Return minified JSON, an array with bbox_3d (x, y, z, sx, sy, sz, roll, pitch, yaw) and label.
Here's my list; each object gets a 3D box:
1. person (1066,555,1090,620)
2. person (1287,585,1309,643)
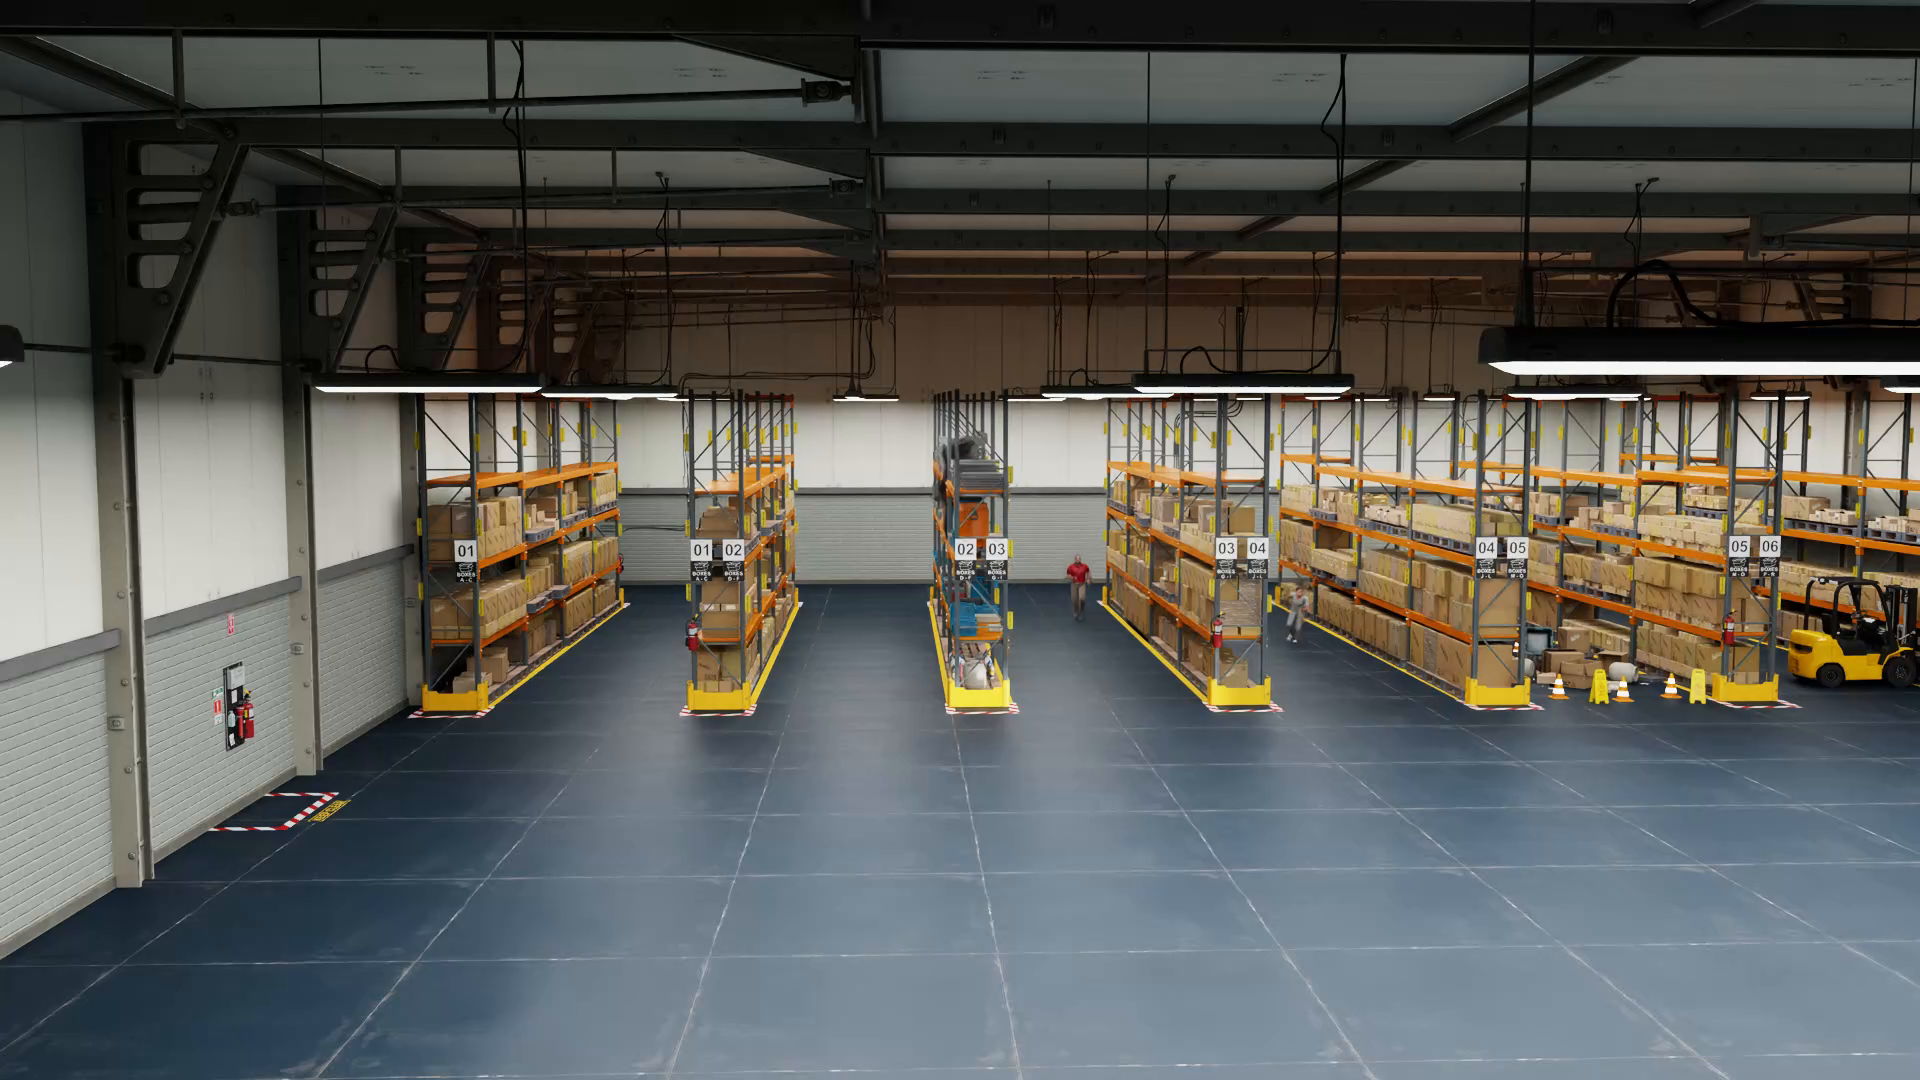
[{"bbox_3d":[3.143,1.271,44.220,0.636,1.769,0.830,0,5,4],"label":"person"},{"bbox_3d":[8.024,1.767,39.550,0.597,1.439,0.915,2,5,19],"label":"person"}]
